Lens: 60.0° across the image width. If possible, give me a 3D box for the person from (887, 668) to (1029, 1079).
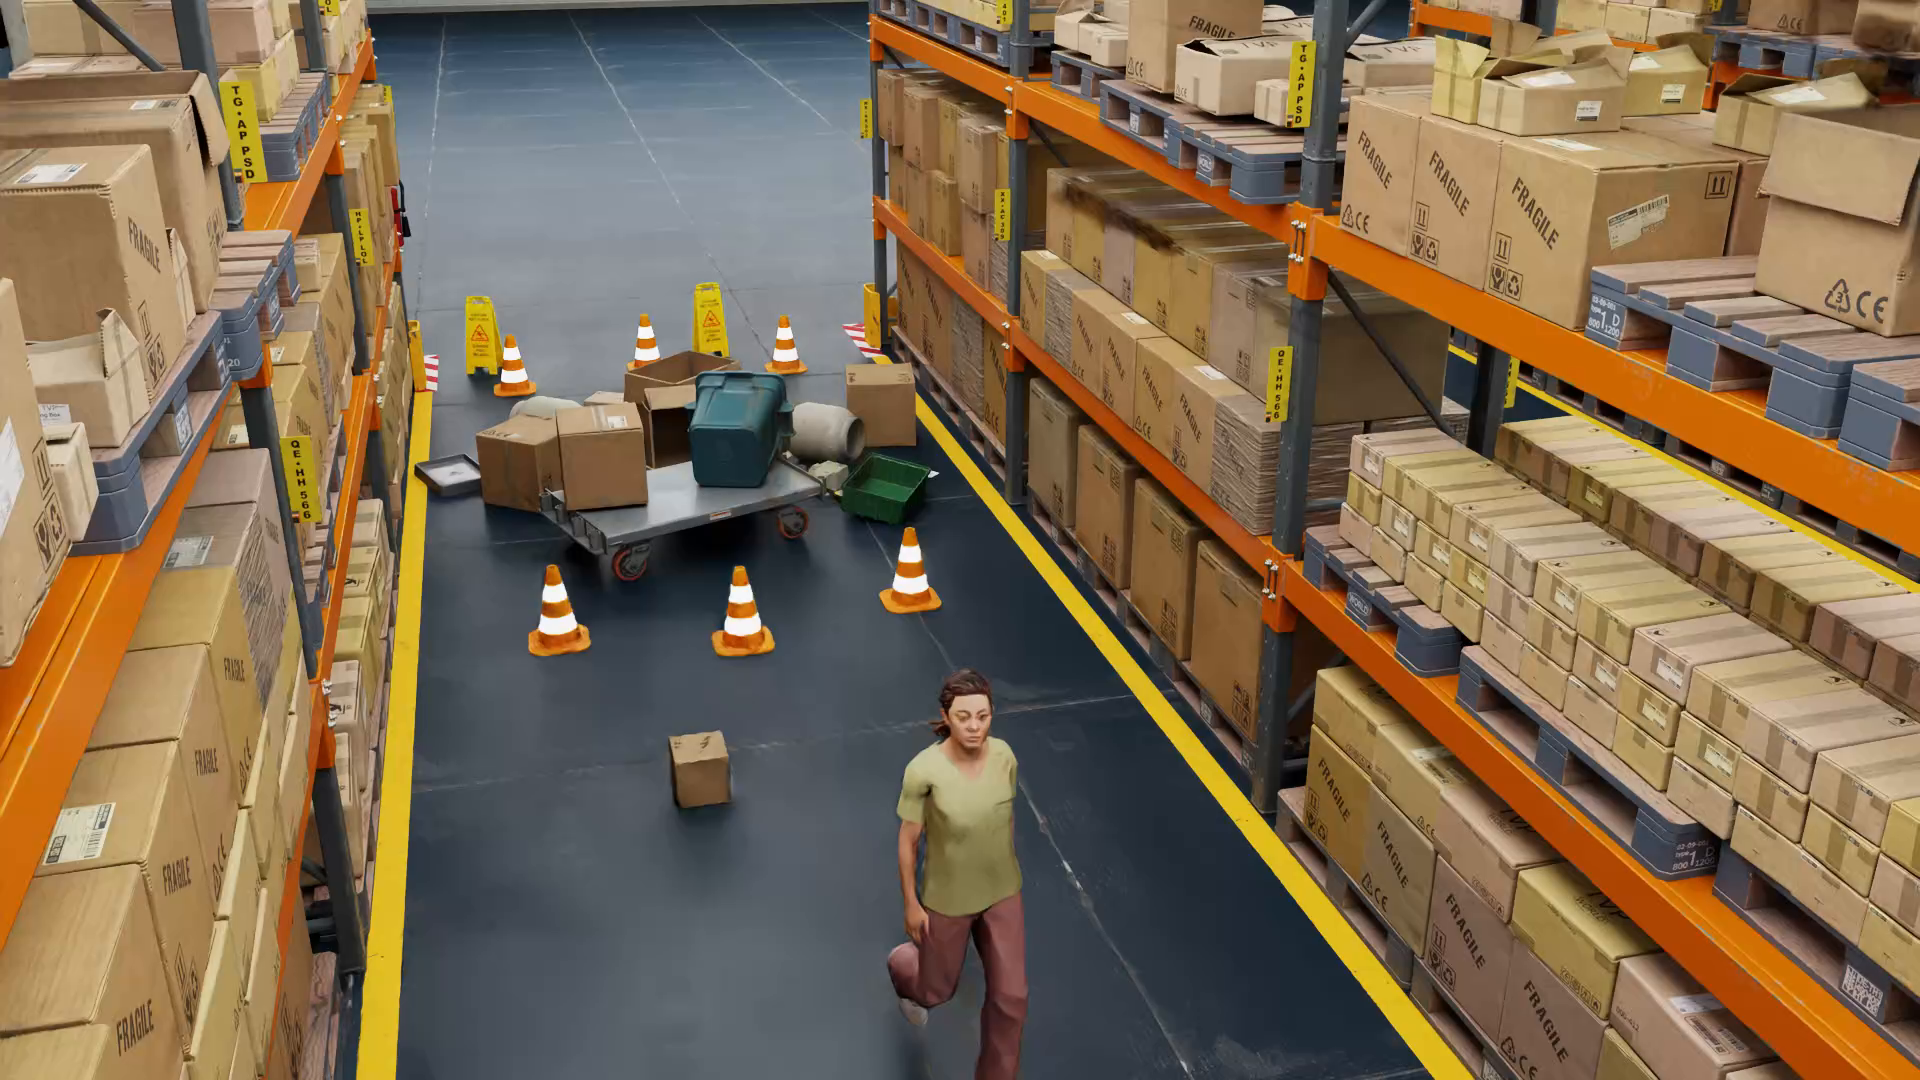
[{"bbox_3d":[-0.001,1.203,5.768,0.456,1.627,0.866,-8,24,-19],"label":"person"}]
